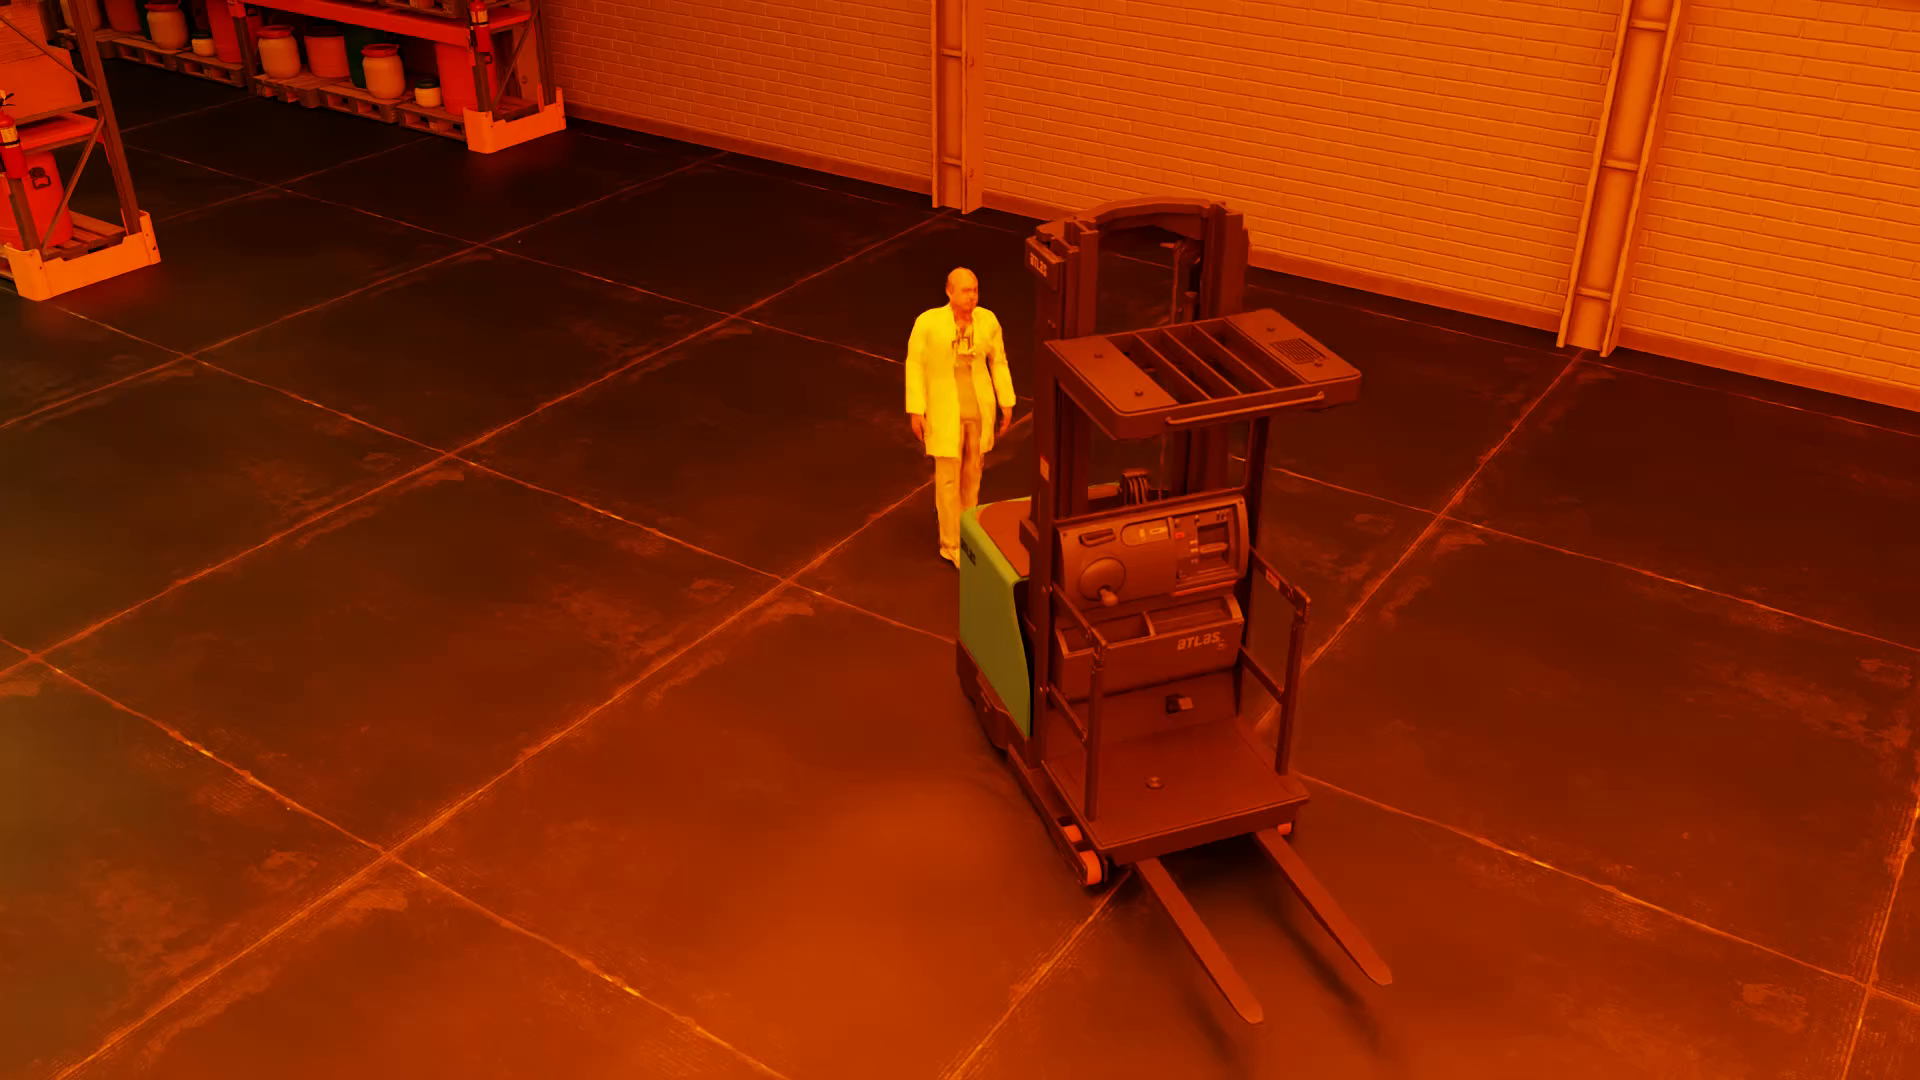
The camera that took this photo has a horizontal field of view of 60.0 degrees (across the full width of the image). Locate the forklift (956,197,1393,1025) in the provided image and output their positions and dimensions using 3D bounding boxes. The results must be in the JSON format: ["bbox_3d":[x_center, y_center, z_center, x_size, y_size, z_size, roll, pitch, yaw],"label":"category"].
[{"bbox_3d":[0.965,0.105,7.401,1.130,2.935,3.031,-10,32,-17],"label":"forklift"}]

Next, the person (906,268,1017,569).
[{"bbox_3d":[0.052,-0.705,9.936,0.697,1.779,0.667,-10,32,-17],"label":"person"}]
